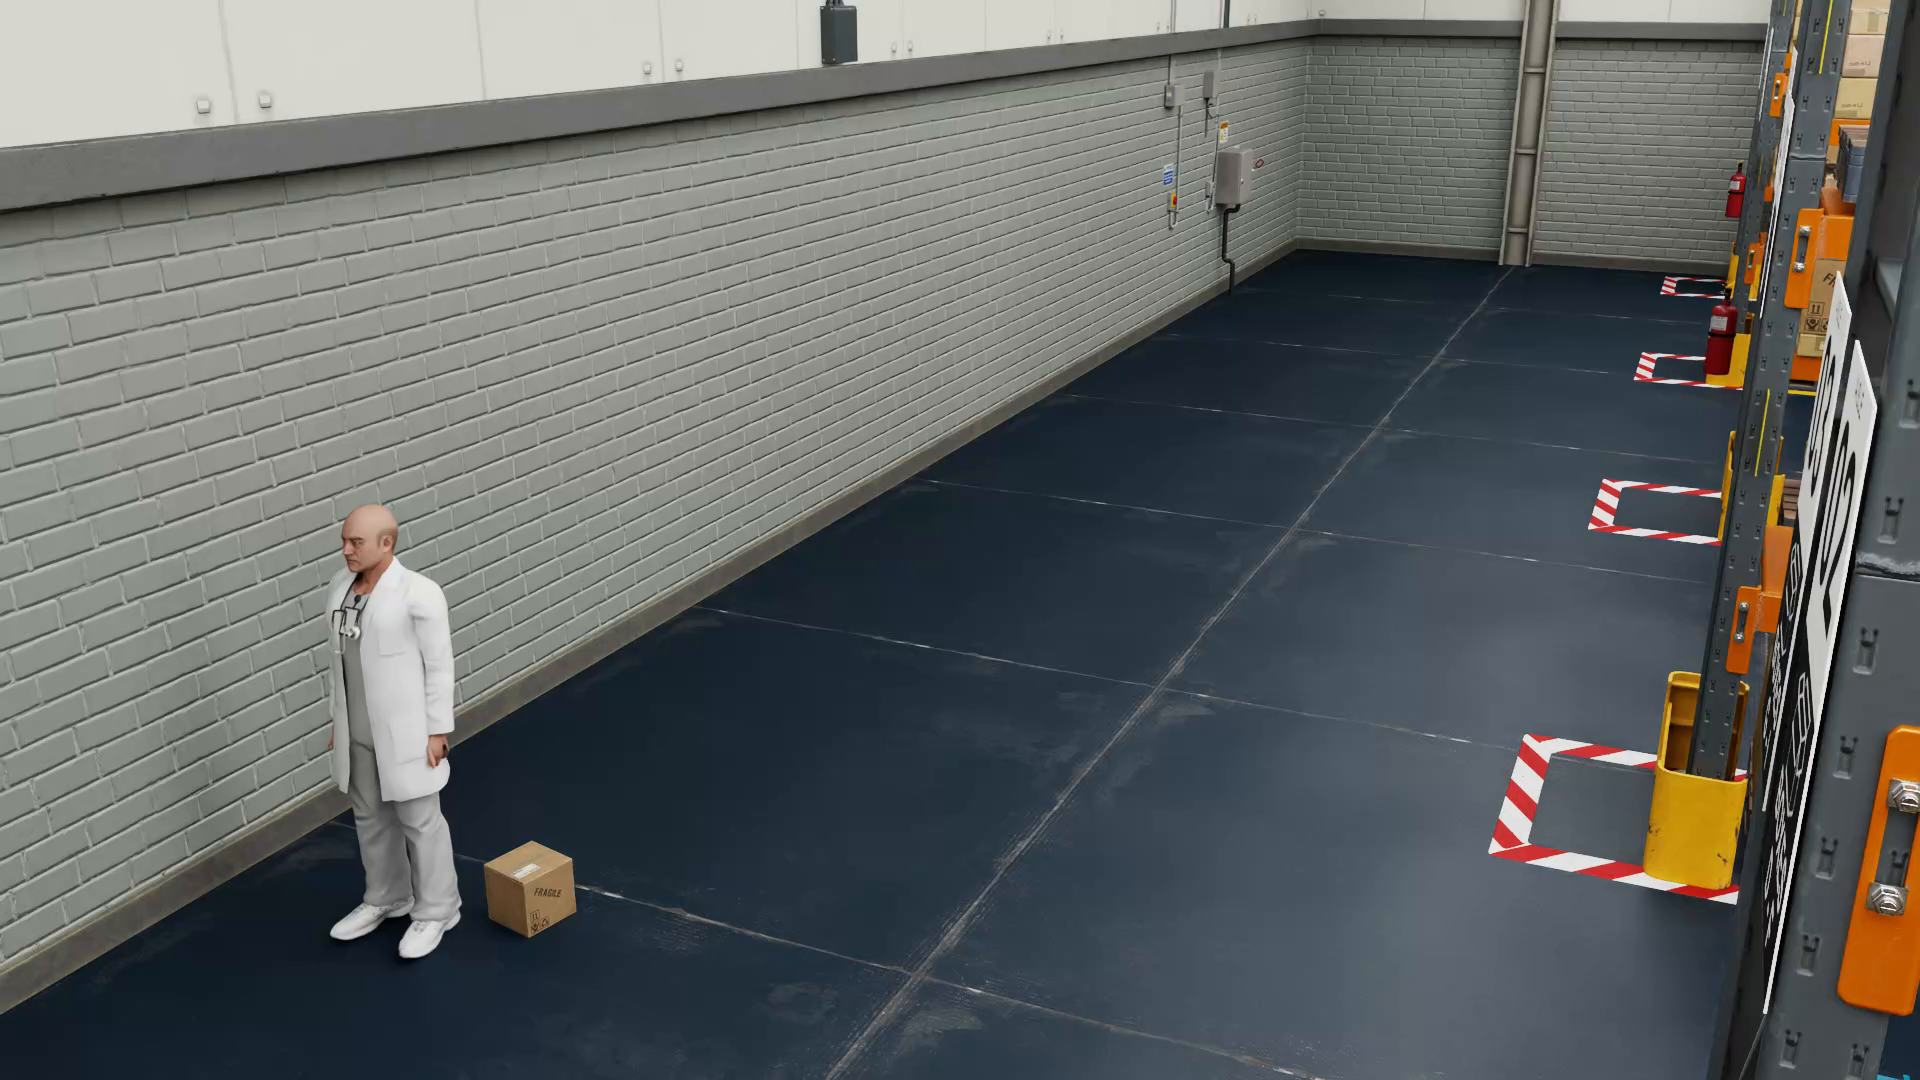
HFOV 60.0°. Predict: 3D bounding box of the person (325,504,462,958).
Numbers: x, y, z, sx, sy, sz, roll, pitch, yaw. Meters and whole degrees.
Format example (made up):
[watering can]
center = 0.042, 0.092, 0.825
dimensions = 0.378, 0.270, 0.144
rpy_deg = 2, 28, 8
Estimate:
[person]
center = -2.228, 0.735, 6.409
dimensions = 0.568, 1.783, 0.381
rpy_deg = 8, 20, 23
